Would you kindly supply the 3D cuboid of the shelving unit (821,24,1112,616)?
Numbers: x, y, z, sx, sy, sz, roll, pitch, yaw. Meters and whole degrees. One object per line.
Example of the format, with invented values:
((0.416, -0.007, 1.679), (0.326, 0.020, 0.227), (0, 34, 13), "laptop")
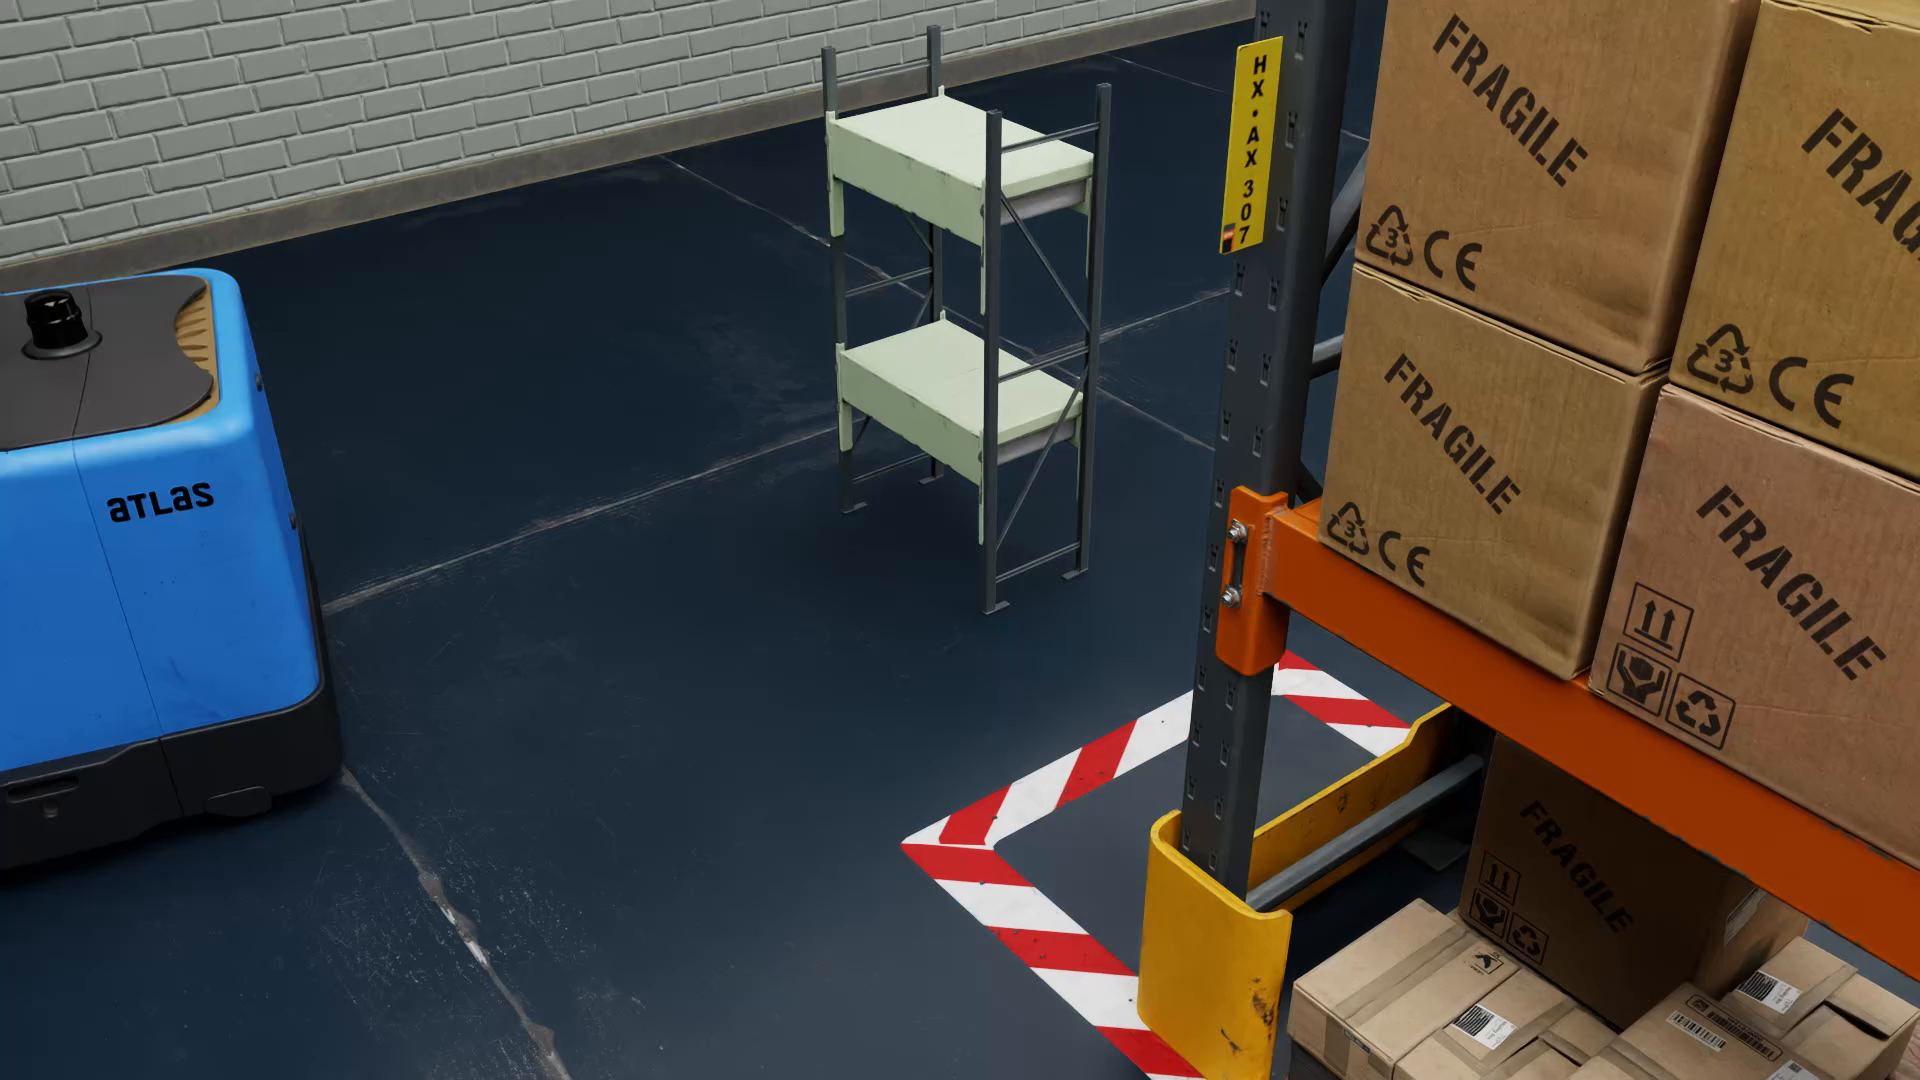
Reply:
((0.004, -0.634, 4.850), (0.431, 1.500, 0.755), (-22, 38, -31), "shelving unit")

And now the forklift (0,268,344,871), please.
((-3.130, -0.537, 3.337), (3.031, 2.935, 1.130), (-12, 34, -19), "forklift")

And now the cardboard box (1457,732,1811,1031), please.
((1.406, 0.611, 3.375), (0.500, 0.500, 0.500), (-22, 38, -31), "cardboard box")

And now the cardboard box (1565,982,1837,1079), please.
((1.294, 1.097, 2.829), (0.500, 0.250, 0.500), (-22, 38, -31), "cardboard box")

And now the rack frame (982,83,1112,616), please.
((0.229, -0.482, 4.604), (0.400, 1.500, 0.023), (-22, 38, -31), "rack frame")

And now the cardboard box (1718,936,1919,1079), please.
((1.583, 0.951, 3.145), (0.380, 0.166, 0.250), (-22, 38, -31), "cardboard box")

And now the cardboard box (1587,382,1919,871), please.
((1.262, 0.030, 2.263), (0.500, 0.500, 0.500), (-23, 38, -32), "cardboard box")

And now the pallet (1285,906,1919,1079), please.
((1.414, 1.138, 3.219), (1.003, 0.211, 1.213), (-22, 38, -31), "pallet")

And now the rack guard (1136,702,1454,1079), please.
((0.924, 0.683, 3.677), (1.175, 0.500, 0.348), (-22, 38, -31), "rack guard")

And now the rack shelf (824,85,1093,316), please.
((0.004, -0.966, 4.644), (0.431, 0.370, 0.720), (-22, 38, -31), "rack shelf")

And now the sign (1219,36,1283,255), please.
((0.449, -0.603, 2.557), (0.100, 0.325, 0.005), (-22, 38, -31), "sign")

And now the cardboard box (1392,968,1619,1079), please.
((1.016, 0.996, 3.072), (0.380, 0.166, 0.250), (-22, 38, -31), "cardboard box")

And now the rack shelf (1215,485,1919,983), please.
((2.104, 0.728, 1.916), (1.077, 0.370, 4.000), (-22, 38, -31), "rack shelf")

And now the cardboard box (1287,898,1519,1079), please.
((0.863, 0.899, 3.244), (0.380, 0.149, 0.250), (-22, 38, -31), "cardboard box")

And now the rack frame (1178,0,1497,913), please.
((0.878, -0.411, 3.068), (1.000, 3.000, 0.127), (-22, 38, -31), "rack frame")

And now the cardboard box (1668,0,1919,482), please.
((1.268, -0.392, 1.996), (0.500, 0.500, 0.500), (-22, 38, -31), "cardboard box")

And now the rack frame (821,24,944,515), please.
((-0.220, -0.787, 5.095), (0.400, 1.500, 0.023), (-22, 38, -31), "rack frame")

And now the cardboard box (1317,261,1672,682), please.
((0.941, -0.183, 2.607), (0.500, 0.500, 0.500), (-21, 38, -30), "cardboard box")

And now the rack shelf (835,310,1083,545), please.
((0.004, -0.357, 5.022), (0.431, 0.370, 0.720), (-22, 38, -31), "rack shelf")

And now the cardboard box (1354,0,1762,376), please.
((0.941, -0.608, 2.343), (0.500, 0.500, 0.500), (-21, 38, -30), "cardboard box")
